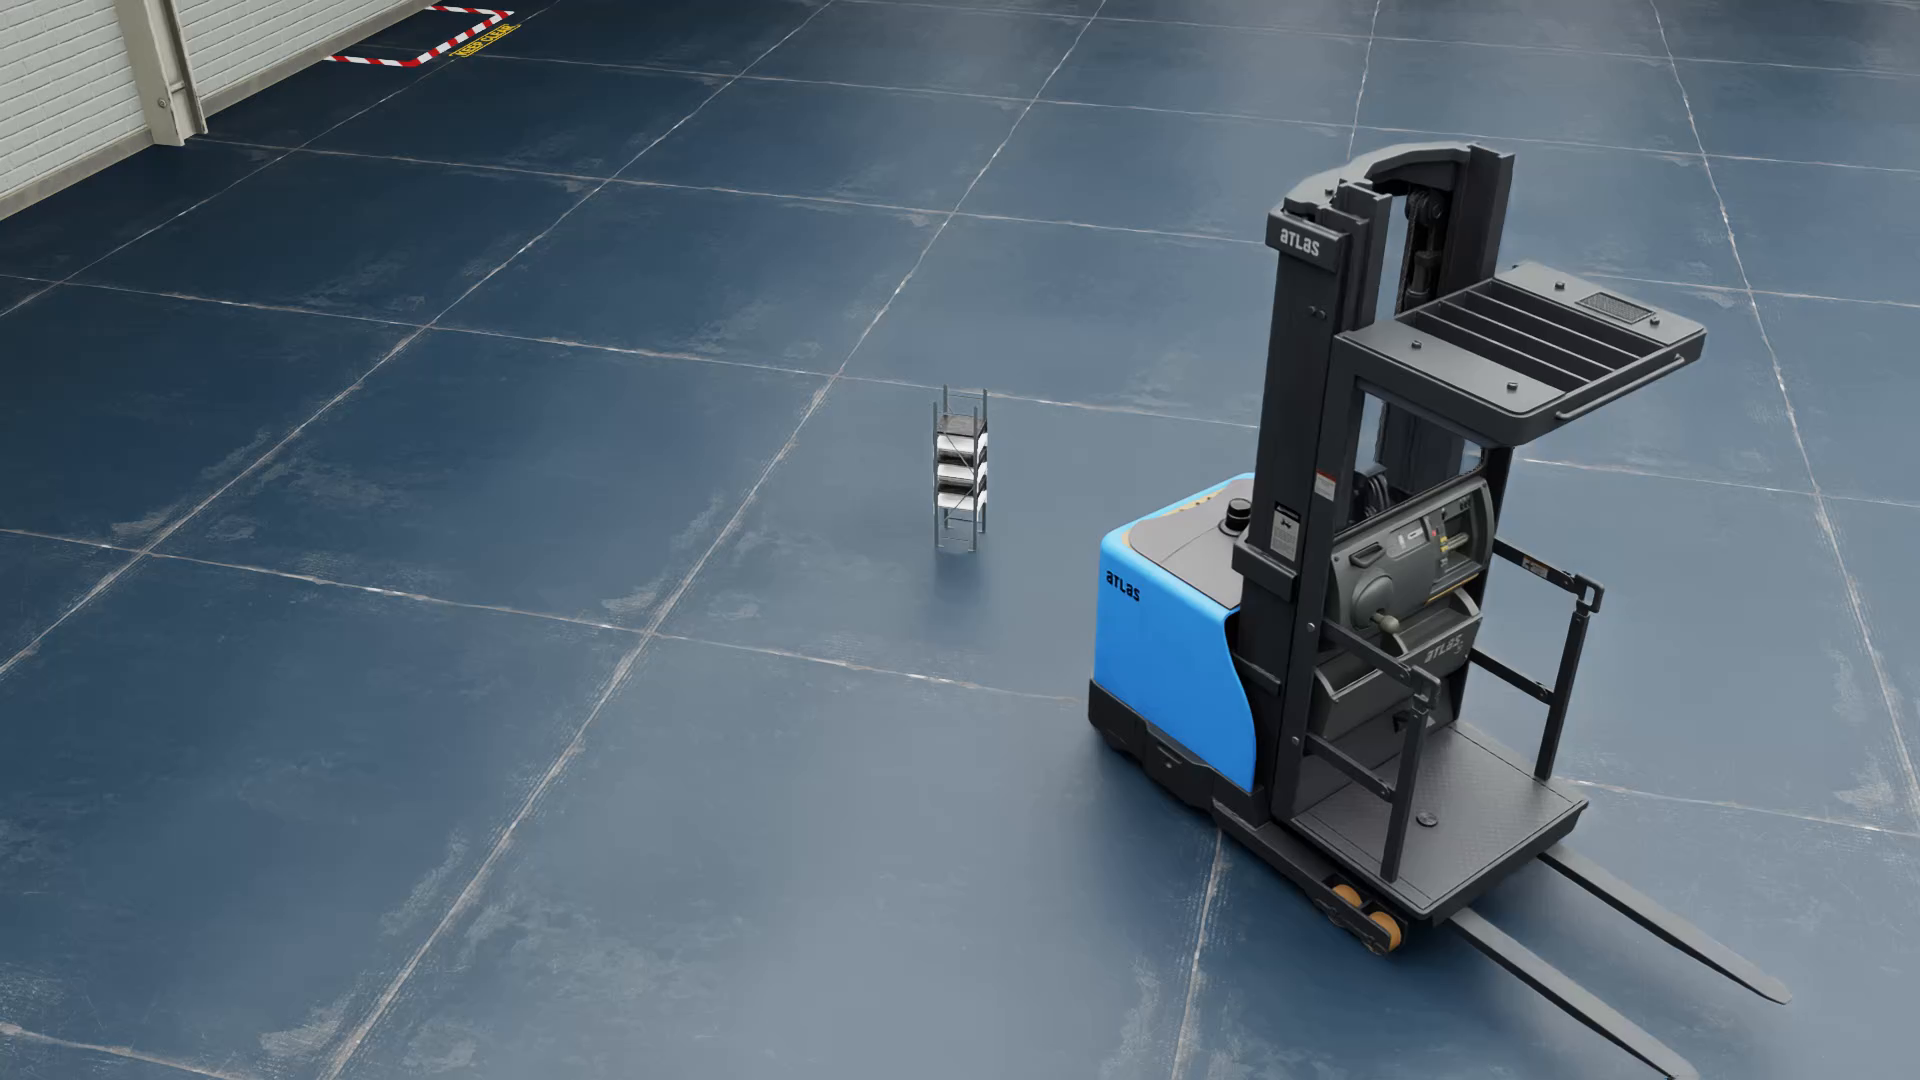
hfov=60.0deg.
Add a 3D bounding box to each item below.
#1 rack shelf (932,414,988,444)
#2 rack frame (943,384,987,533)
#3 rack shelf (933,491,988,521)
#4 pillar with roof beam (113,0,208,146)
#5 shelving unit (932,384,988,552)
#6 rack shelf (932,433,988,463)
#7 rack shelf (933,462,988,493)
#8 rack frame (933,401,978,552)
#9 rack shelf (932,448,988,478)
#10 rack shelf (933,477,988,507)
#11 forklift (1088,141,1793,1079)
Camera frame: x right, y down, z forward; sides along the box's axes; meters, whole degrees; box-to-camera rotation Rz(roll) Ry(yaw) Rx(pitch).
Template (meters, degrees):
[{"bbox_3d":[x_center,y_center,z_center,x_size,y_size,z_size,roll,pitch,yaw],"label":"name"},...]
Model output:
[{"bbox_3d":[0.002,-0.584,8.888,0.258,0.077,0.200,8,33,12],"label":"rack shelf"},{"bbox_3d":[0.028,-0.437,9.098,0.240,0.900,0.006,8,33,12],"label":"rack frame"},{"bbox_3d":[0.002,-0.204,9.130,0.258,0.077,0.200,8,33,12],"label":"rack shelf"},{"bbox_3d":[-2.841,-6.825,11.599,9.100,9.000,0.400,8,33,12],"label":"pillar with roof beam"},{"bbox_3d":[0.002,-0.384,9.015,0.258,0.900,0.210,8,33,12],"label":"shelving unit"},{"bbox_3d":[0.002,-0.508,8.937,0.258,0.077,0.200,8,33,12],"label":"rack shelf"},{"bbox_3d":[0.002,-0.356,9.033,0.258,0.077,0.200,8,33,12],"label":"rack shelf"},{"bbox_3d":[-0.024,-0.331,8.932,0.240,0.900,0.006,8,33,12],"label":"rack frame"},{"bbox_3d":[0.002,-0.432,8.985,0.258,0.077,0.200,8,33,12],"label":"rack shelf"},{"bbox_3d":[0.002,-0.280,9.081,0.258,0.077,0.200,8,33,12],"label":"rack shelf"},{"bbox_3d":[1.900,0.115,6.338,1.130,2.935,3.031,-23,39,-31],"label":"forklift"}]
